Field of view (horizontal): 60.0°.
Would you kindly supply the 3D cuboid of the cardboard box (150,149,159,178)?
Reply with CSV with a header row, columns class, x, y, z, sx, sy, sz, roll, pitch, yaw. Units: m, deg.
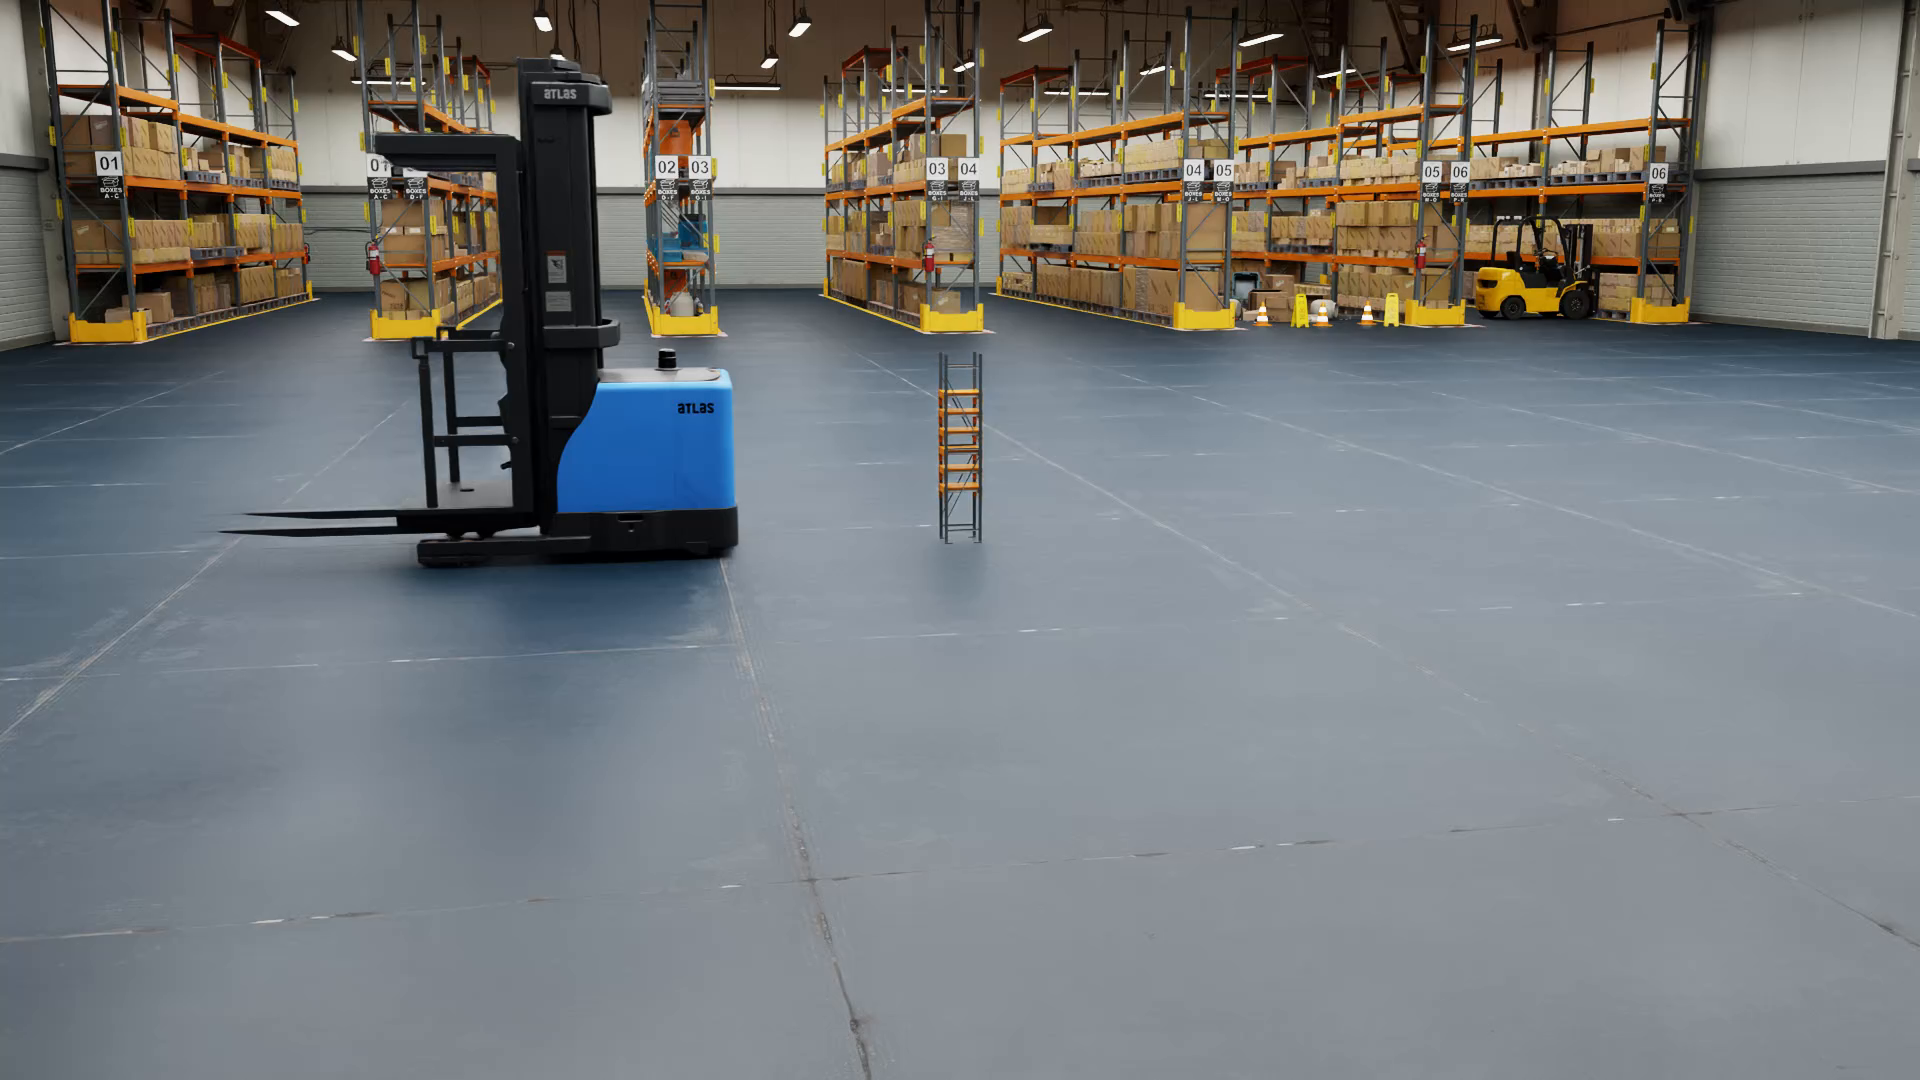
class,x,y,z,sx,sy,sz,roll,pitch,yaw
cardboard box,-14.835,-6.799,30.052,0.500,0.500,0.500,-1,11,-7

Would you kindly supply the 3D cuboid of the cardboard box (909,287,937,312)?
class,x,y,z,sx,sy,sz,roll,pitch,yaw
cardboard box,-0.760,-4.976,34.382,0.500,0.500,0.500,1,11,7

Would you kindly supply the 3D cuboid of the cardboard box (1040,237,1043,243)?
class,x,y,z,sx,sy,sz,roll,pitch,yaw
cardboard box,2.239,-7.611,42.212,0.380,0.149,0.250,-3,11,-14

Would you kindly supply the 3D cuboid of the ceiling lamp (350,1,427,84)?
class,x,y,z,sx,sy,sz,roll,pitch,yaw
ceiling lamp,-15.873,-14.237,45.817,2.000,3.185,0.800,-2,11,-11

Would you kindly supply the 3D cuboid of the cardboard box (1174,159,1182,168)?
class,x,y,z,sx,sy,sz,roll,pitch,yaw
cardboard box,4.348,-7.260,32.077,0.380,0.149,0.250,-2,11,-11

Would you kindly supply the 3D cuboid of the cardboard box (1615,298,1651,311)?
class,x,y,z,sx,sy,sz,roll,pitch,yaw
cardboard box,14.048,-4.916,34.732,0.500,0.250,0.500,-2,11,-11

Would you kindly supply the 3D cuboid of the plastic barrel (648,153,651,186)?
class,x,y,z,sx,sy,sz,roll,pitch,yaw
plastic barrel,-6.480,-8.137,36.256,0.600,0.830,0.708,-2,11,-11

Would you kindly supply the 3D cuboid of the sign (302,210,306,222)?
class,x,y,z,sx,sy,sz,roll,pitch,yaw
sign,-17.293,-8.541,43.815,0.100,0.325,0.005,-2,11,-11

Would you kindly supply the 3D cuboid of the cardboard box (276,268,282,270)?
class,x,y,z,sx,sy,sz,roll,pitch,yaw
cardboard box,-17.715,-6.933,42.928,0.380,0.149,0.250,-2,11,-11

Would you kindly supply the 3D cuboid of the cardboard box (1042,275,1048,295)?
class,x,y,z,sx,sy,sz,roll,pitch,yaw
cardboard box,2.399,-6.543,42.613,0.500,0.500,0.500,-2,11,-8

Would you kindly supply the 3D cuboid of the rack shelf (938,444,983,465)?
class,x,y,z,sx,sy,sz,roll,pitch,yaw
rack shelf,0.003,-0.543,10.579,0.258,0.103,0.180,-2,11,-11

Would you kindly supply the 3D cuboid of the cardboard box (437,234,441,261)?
class,x,y,z,sx,sy,sz,roll,pitch,yaw
cardboard box,-10.341,-5.597,31.815,0.700,0.500,0.500,-2,11,-10

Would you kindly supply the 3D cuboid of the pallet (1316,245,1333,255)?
class,x,y,z,sx,sy,sz,roll,pitch,yaw
pallet,8.797,-6.589,37.807,1.003,0.211,1.213,-2,11,-11

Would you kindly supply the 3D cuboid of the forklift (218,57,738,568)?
class,x,y,z,sx,sy,sz,roll,pitch,yaw
forklift,-2.920,-1.378,10.098,3.031,2.935,1.130,-2,11,-9

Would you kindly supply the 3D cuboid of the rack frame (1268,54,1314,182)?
class,x,y,z,sx,sy,sz,roll,pitch,yaw
rack frame,8.025,-10.219,40.318,1.000,3.000,0.127,-2,11,-11

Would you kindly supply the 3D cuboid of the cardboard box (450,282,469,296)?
class,x,y,z,sx,sy,sz,roll,pitch,yaw
cardboard box,-10.867,-5.408,35.818,0.500,0.311,0.500,-2,11,-11

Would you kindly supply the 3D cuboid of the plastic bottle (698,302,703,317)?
class,x,y,z,sx,sy,sz,roll,pitch,yaw
plastic bottle,-5.045,-4.484,32.351,0.097,0.271,0.097,0,11,0

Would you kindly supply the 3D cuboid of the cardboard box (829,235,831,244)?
class,x,y,z,sx,sy,sz,roll,pitch,yaw
cardboard box,-3.316,-8.258,45.667,0.500,0.250,0.500,-2,11,-12

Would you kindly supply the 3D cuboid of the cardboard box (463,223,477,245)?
class,x,y,z,sx,sy,sz,roll,pitch,yaw
cardboard box,-11.637,-7.093,38.551,0.700,0.500,0.500,0,11,0

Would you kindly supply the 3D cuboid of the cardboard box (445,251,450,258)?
class,x,y,z,sx,sy,sz,roll,pitch,yaw
cardboard box,-10.608,-5.865,34.158,0.380,0.149,0.250,-2,11,-11

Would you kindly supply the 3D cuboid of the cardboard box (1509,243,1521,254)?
class,x,y,z,sx,sy,sz,roll,pitch,yaw
cardboard box,13.213,-6.820,38.910,0.500,0.250,0.500,-2,11,-11

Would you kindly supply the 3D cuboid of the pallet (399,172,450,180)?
class,x,y,z,sx,sy,sz,roll,pitch,yaw
pallet,-10.444,-7.093,32.153,1.003,0.211,1.213,-2,11,-11

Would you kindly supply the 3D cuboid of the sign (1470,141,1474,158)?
class,x,y,z,sx,sy,sz,roll,pitch,yaw
sign,10.113,-7.727,32.912,0.100,0.325,0.005,-2,11,-11

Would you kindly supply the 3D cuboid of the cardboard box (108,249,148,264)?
class,x,y,z,sx,sy,sz,roll,pitch,yaw
cardboard box,-14.500,-4.941,28.981,0.500,0.250,0.500,-2,11,-13

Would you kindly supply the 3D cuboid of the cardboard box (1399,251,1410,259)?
class,x,y,z,sx,sy,sz,roll,pitch,yaw
cardboard box,9.140,-5.784,33.736,0.380,0.149,0.250,-2,11,-12

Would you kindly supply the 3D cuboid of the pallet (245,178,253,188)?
class,x,y,z,sx,sy,sz,roll,pitch,yaw
pallet,-16.670,-8.073,37.571,1.003,0.211,1.213,-2,11,-8

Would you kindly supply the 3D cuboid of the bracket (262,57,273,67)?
class,x,y,z,sx,sy,sz,roll,pitch,yaw
bracket,-18.773,-12.954,45.062,0.235,0.232,0.430,-2,11,-11

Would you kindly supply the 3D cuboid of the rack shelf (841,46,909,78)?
class,x,y,z,sx,sy,sz,roll,pitch,yaw
rack shelf,-2.085,-11.504,40.108,1.077,0.370,4.000,-2,11,-11

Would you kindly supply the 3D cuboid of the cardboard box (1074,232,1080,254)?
class,x,y,z,sx,sy,sz,roll,pitch,yaw
cardboard box,3.012,-7.030,39.342,0.500,0.500,0.500,-2,11,-10

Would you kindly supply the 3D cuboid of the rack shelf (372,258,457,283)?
class,x,y,z,sx,sy,sz,roll,pitch,yaw
rack shelf,-10.247,-5.098,31.382,1.077,0.370,4.000,-2,11,-11

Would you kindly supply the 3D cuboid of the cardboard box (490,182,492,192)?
class,x,y,z,sx,sy,sz,roll,pitch,yaw
cardboard box,-12.415,-9.151,43.131,0.500,0.250,0.500,-2,11,-11

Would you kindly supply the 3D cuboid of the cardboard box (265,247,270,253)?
class,x,y,z,sx,sy,sz,roll,pitch,yaw
cardboard box,-16.634,-6.894,39.512,0.380,0.149,0.250,-2,11,-10

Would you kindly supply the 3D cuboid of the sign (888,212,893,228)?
class,x,y,z,sx,sy,sz,roll,pitch,yaw
sign,-1.462,-6.726,34.913,0.100,0.325,0.005,-2,11,-11

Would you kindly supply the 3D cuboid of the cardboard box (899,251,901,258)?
class,x,y,z,sx,sy,sz,roll,pitch,yaw
cardboard box,-1.059,-5.913,34.411,0.380,0.149,0.250,-2,11,-11

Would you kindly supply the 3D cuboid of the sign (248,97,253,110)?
class,x,y,z,sx,sy,sz,roll,pitch,yaw
sign,-18.374,-11.303,43.092,0.100,0.325,0.005,-2,11,-11

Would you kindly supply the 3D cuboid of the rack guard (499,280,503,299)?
class,x,y,z,sx,sy,sz,roll,pitch,yaw
rack guard,-12.955,-6.777,44.966,1.175,0.500,0.348,-2,11,-11

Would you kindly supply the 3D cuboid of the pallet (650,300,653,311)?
class,x,y,z,sx,sy,sz,roll,pitch,yaw
pallet,-6.748,-5.504,39.052,1.003,0.211,1.213,-2,11,-11

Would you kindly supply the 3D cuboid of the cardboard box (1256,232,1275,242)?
class,x,y,z,sx,sy,sz,roll,pitch,yaw
cardboard box,7.681,-7.523,41.265,0.500,0.250,0.500,-2,11,-11

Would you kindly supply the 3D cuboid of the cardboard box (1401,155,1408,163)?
class,x,y,z,sx,sy,sz,roll,pitch,yaw
cardboard box,9.145,-7.692,33.606,0.380,0.149,0.250,-2,11,-12

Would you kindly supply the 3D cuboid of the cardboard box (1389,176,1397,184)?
class,x,y,z,sx,sy,sz,roll,pitch,yaw
cardboard box,9.059,-7.397,34.188,0.380,0.149,0.250,-2,11,-11

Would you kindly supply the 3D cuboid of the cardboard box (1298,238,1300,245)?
class,x,y,z,sx,sy,sz,roll,pitch,yaw
cardboard box,8.186,-7.040,39.212,0.380,0.149,0.250,-2,11,-9

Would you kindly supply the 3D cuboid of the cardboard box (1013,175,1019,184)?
class,x,y,z,sx,sy,sz,roll,pitch,yaw
cardboard box,1.753,-9.814,45.280,0.500,0.250,0.500,-3,11,-13

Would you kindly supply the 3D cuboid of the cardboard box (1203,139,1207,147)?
class,x,y,z,sx,sy,sz,roll,pitch,yaw
cardboard box,4.945,-7.722,32.371,0.380,0.149,0.250,-2,11,-11

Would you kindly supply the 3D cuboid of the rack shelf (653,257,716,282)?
class,x,y,z,sx,sy,sz,roll,pitch,yaw
rack shelf,-5.387,-5.277,32.325,1.077,0.370,4.000,-2,11,-11

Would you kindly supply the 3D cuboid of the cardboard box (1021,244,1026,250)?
class,x,y,z,sx,sy,sz,roll,pitch,yaw
cardboard box,1.867,-7.919,44.950,0.380,0.149,0.250,-3,11,-13

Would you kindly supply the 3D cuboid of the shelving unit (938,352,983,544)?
class,x,y,z,sx,sy,sz,roll,pitch,yaw
shelving unit,0.003,-0.587,10.570,0.258,1.200,0.189,-2,11,-11

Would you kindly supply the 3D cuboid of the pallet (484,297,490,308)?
class,x,y,z,sx,sy,sz,roll,pitch,yaw
pallet,-11.996,-5.768,40.435,1.003,0.211,1.213,-2,11,-11

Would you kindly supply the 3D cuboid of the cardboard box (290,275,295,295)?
class,x,y,z,sx,sy,sz,roll,pitch,yaw
cardboard box,-17.398,-6.508,42.428,0.700,0.500,0.500,-2,11,-13

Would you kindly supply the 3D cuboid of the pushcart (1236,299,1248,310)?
class,x,y,z,sx,sy,sz,roll,pitch,yaw
pushcart,6.576,-5.158,36.786,1.648,0.377,0.936,-6,13,-31

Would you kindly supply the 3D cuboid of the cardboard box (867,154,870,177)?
class,x,y,z,sx,sy,sz,roll,pitch,yaw
cardboard box,-1.857,-8.584,38.147,0.500,0.500,0.500,-2,11,-10

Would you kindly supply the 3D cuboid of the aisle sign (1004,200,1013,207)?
class,x,y,z,sx,sy,sz,roll,pitch,yaw
aisle sign,1.325,-9.820,47.315,0.394,0.787,0.004,-2,11,-11

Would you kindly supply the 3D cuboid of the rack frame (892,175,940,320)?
class,x,y,z,sx,sy,sz,roll,pitch,yaw
rack frame,-0.918,-6.178,35.131,1.000,3.000,0.127,-2,11,-11

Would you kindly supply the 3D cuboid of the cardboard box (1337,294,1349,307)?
class,x,y,z,sx,sy,sz,roll,pitch,yaw
cardboard box,8.653,-5.276,36.622,0.500,0.250,0.500,-3,11,-14

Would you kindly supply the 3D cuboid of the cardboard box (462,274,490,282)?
class,x,y,z,sx,sy,sz,roll,pitch,yaw
cardboard box,-12.562,-6.620,42.953,0.797,0.503,0.637,-2,11,-11

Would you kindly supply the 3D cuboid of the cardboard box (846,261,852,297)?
class,x,y,z,sx,sy,sz,roll,pitch,yaw
cardboard box,-2.155,-6.527,41.526,1.225,0.875,0.875,-3,11,-13
